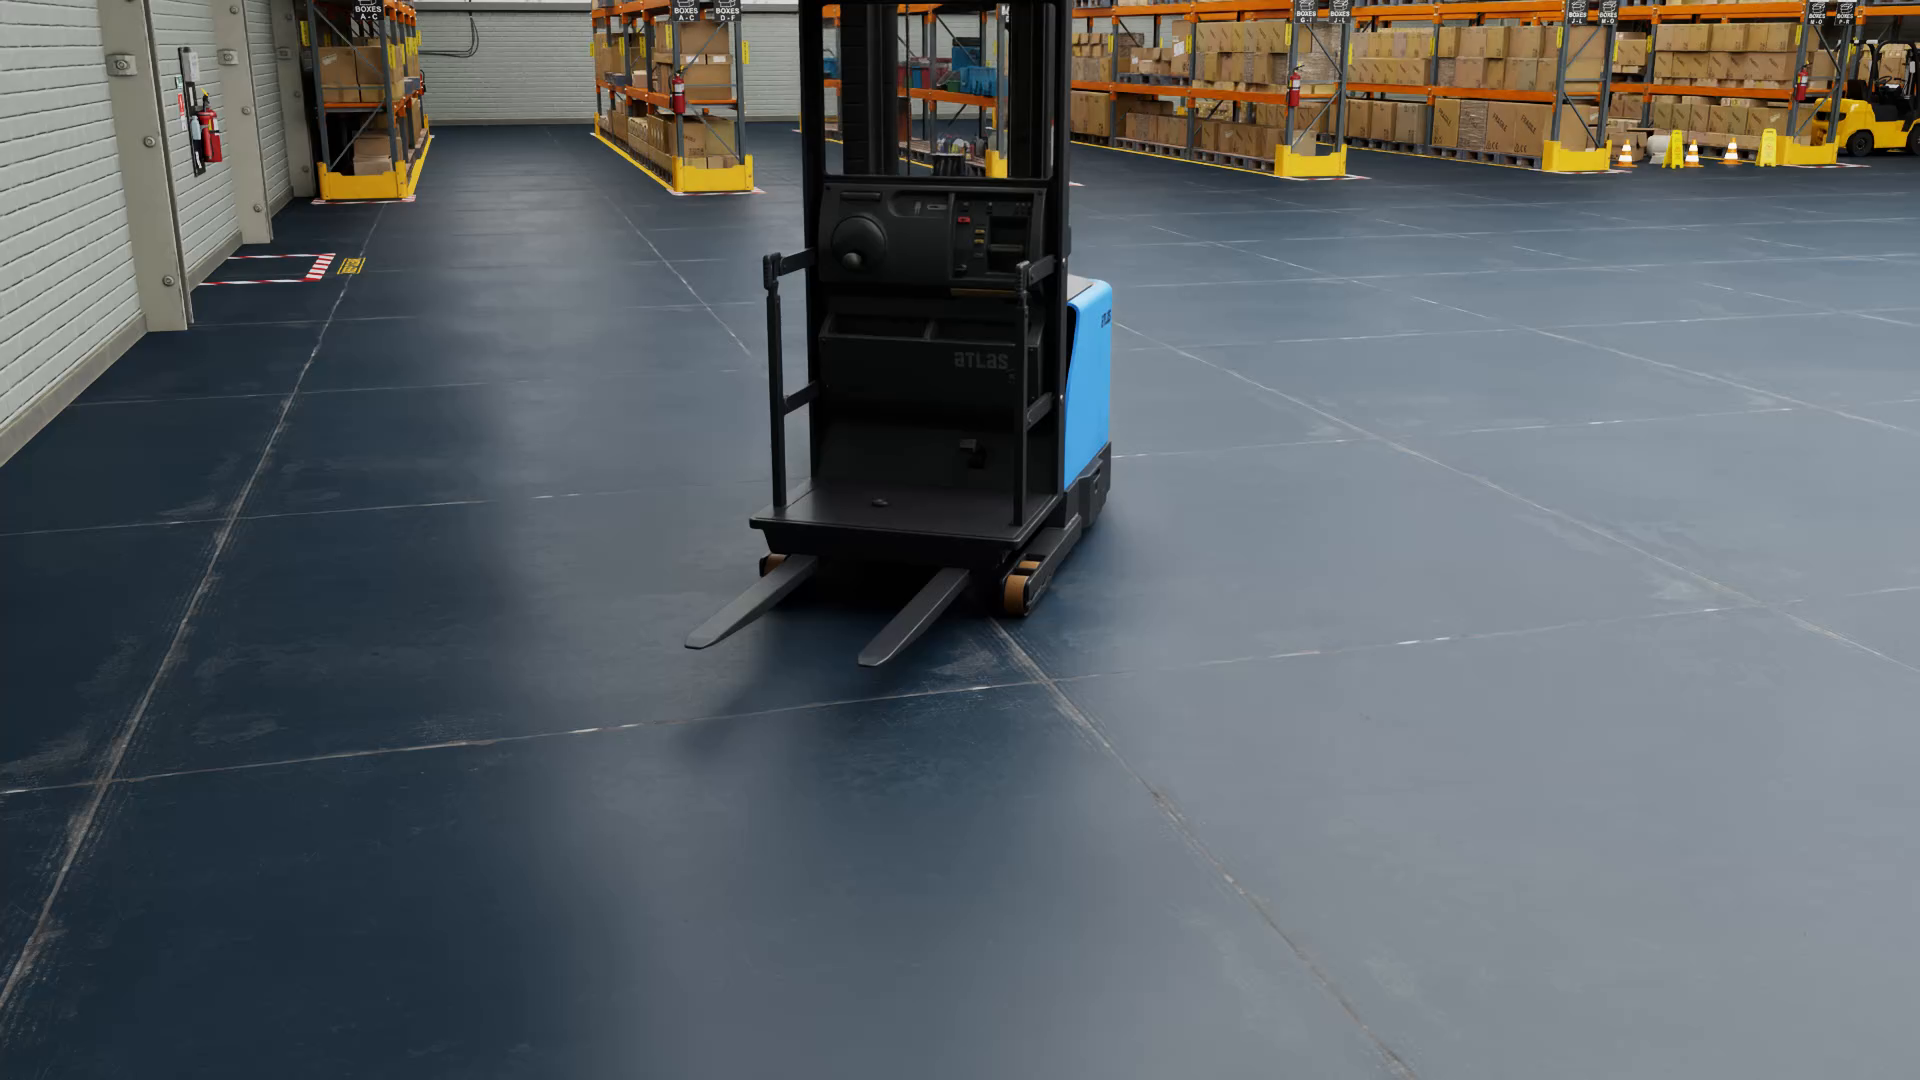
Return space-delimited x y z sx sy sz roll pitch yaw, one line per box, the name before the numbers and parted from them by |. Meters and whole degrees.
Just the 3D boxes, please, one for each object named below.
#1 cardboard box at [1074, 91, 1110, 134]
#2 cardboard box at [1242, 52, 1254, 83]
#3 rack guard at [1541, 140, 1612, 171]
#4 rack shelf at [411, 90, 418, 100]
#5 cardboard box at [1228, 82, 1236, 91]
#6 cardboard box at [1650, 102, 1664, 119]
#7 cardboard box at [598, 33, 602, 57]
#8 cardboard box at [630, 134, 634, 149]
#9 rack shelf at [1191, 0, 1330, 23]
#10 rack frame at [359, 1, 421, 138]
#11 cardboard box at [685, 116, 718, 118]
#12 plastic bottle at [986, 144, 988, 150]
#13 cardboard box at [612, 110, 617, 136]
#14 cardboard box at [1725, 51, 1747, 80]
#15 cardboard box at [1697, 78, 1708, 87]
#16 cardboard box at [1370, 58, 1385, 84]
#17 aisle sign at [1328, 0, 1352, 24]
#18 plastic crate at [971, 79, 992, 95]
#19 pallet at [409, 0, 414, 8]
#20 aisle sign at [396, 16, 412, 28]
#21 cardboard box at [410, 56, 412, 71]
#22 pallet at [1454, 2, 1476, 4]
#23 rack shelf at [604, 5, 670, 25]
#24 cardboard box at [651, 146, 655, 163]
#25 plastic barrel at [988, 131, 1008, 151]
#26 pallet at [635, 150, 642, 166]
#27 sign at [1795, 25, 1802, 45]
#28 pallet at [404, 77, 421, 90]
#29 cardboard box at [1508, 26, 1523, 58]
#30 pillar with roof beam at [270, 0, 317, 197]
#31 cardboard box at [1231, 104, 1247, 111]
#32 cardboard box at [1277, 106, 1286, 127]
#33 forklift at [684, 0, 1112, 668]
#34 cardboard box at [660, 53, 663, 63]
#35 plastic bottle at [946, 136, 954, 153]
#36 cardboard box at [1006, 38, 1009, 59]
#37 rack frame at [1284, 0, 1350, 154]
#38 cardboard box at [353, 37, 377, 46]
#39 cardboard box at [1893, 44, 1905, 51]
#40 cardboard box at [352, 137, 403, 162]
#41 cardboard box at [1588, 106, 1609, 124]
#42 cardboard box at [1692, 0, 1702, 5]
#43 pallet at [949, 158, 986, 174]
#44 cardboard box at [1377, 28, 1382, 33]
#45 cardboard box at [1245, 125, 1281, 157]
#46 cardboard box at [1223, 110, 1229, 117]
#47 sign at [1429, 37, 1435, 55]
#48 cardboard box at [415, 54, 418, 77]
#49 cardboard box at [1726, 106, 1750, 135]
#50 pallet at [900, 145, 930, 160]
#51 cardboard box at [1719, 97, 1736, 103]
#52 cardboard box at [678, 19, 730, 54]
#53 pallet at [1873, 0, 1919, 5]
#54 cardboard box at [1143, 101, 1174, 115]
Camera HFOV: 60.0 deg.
cardboard box | 3.221 -9.308 36.189 1.225 0.875 0.875 -5 17 -15
cardboard box | 5.353 -8.087 28.470 0.875 0.500 0.500 -5 17 -15
rack guard | 10.630 -6.632 28.663 1.175 0.500 0.348 -5 17 -15
rack shelf | -11.209 -8.719 32.514 1.077 0.370 4.000 -5 17 -15
cardboard box | 4.922 -7.961 29.178 0.380 0.149 0.250 -5 17 -15
cardboard box | 17.171 -10.392 40.448 0.500 0.500 0.500 -5 18 -17
cardboard box | -7.804 -11.075 37.197 0.500 0.500 0.500 -5 17 -16
cardboard box | -5.897 -7.480 31.189 0.500 0.250 0.500 -5 17 -17
rack shelf | 5.277 -9.117 28.627 1.077 0.370 4.000 -5 17 -15
rack frame | -11.759 -9.616 34.252 1.000 3.000 0.127 -5 17 -15
cardboard box | -4.194 -6.651 27.127 0.500 0.500 0.500 -5 17 -15
plastic bottle | 0.500 -6.745 28.650 0.061 0.283 0.133 -5 17 -15
cardboard box | -7.098 -8.870 35.346 0.500 0.500 0.500 -6 18 -18
cardboard box | 14.674 -8.852 31.015 0.500 0.500 0.500 -5 17 -16
cardboard box | 14.377 -8.775 31.886 0.380 0.149 0.250 -5 17 -15
cardboard box | 8.704 -9.533 33.802 0.500 0.500 0.500 -5 17 -16
aisle sign | 6.132 -8.724 26.761 0.394 0.787 0.004 -5 17 -15
plastic crate | 0.466 -7.304 26.812 0.499 0.251 0.408 -5 17 -15
pallet | -12.644 -11.913 36.836 1.003 0.211 1.213 -5 17 -15
aisle sign | -12.589 -12.012 37.707 0.394 0.787 0.004 -5 17 -15
cardboard box | -10.817 -9.147 31.965 0.500 0.500 0.500 -5 17 -16
pallet | 12.357 -12.670 39.536 0.805 0.209 1.217 -5 18 -17
rack shelf | -6.447 -10.548 33.390 1.077 0.370 4.000 -5 17 -15
cardboard box | -4.830 -6.390 27.559 0.500 0.250 0.500 -5 17 -15
plastic barrel | 0.672 -6.405 27.154 0.421 0.512 0.421 0 17 0
pallet | -5.377 -7.000 30.387 1.003 0.211 1.213 -5 17 -15
sign | 14.816 -8.923 29.382 0.100 0.325 0.005 -5 17 -15
pallet | -10.361 -8.229 29.968 1.213 0.211 1.003 -5 17 -15
cardboard box | 10.296 -8.841 29.534 0.875 0.550 0.550 -5 17 -15
pillar with roof beam | -5.346 -9.636 23.889 9.100 9.000 0.400 -5 17 -15
cardboard box | 6.794 -10.490 40.351 0.380 0.149 0.250 -5 17 -16
cardboard box | 7.578 -9.644 37.959 0.500 0.500 0.500 -4 17 -14
forklift | -0.174 -1.230 6.453 1.130 2.935 3.031 5 17 15
cardboard box | -4.629 -7.783 26.846 0.380 0.149 0.250 -5 18 -17
plastic bottle | -0.160 -6.821 28.784 0.144 0.351 0.185 -5 18 -18
cardboard box | 1.439 -12.035 40.744 0.500 0.500 0.500 -5 17 -17
rack frame | 5.827 -7.472 27.113 1.000 3.000 0.127 -5 17 -15
cardboard box | -11.034 -9.174 30.750 0.500 0.250 0.500 -4 17 -14
cardboard box | 19.039 -9.930 33.479 0.380 0.149 0.250 -4 17 -14
cardboard box | -8.875 -5.874 25.373 0.700 0.500 0.500 -6 18 -19
cardboard box | 12.553 -8.378 33.159 0.500 0.500 0.500 -5 17 -15
cardboard box | 14.329 -10.364 31.962 0.380 0.149 0.250 -4 17 -14
pallet | 0.449 -6.324 28.139 1.003 0.211 1.213 -5 17 -15
cardboard box | 10.981 -13.179 43.074 0.380 0.149 0.250 -5 18 -17
cardboard box | 5.320 -6.987 29.114 0.500 0.500 0.500 -3 17 -10
cardboard box | 6.693 -10.488 40.863 0.380 0.149 0.250 -4 17 -14
sign | 9.005 -9.414 31.702 0.100 0.325 0.005 -5 17 -15
cardboard box | -12.297 -10.314 36.054 0.980 0.700 0.700 -6 18 -18
cardboard box | 14.738 -7.844 31.097 0.500 0.500 0.500 -4 17 -13
pallet | -0.627 -7.404 31.732 1.003 0.211 1.213 -5 17 -15
cardboard box | 18.085 -10.345 39.166 0.380 0.149 0.250 -4 17 -12
cardboard box | -3.830 -7.504 24.790 0.700 0.500 0.500 -5 17 -15
pallet | 19.287 -10.916 33.517 1.003 0.211 1.213 -5 17 -15
cardboard box | 3.997 -8.729 33.573 0.500 0.250 0.500 -3 17 -9
